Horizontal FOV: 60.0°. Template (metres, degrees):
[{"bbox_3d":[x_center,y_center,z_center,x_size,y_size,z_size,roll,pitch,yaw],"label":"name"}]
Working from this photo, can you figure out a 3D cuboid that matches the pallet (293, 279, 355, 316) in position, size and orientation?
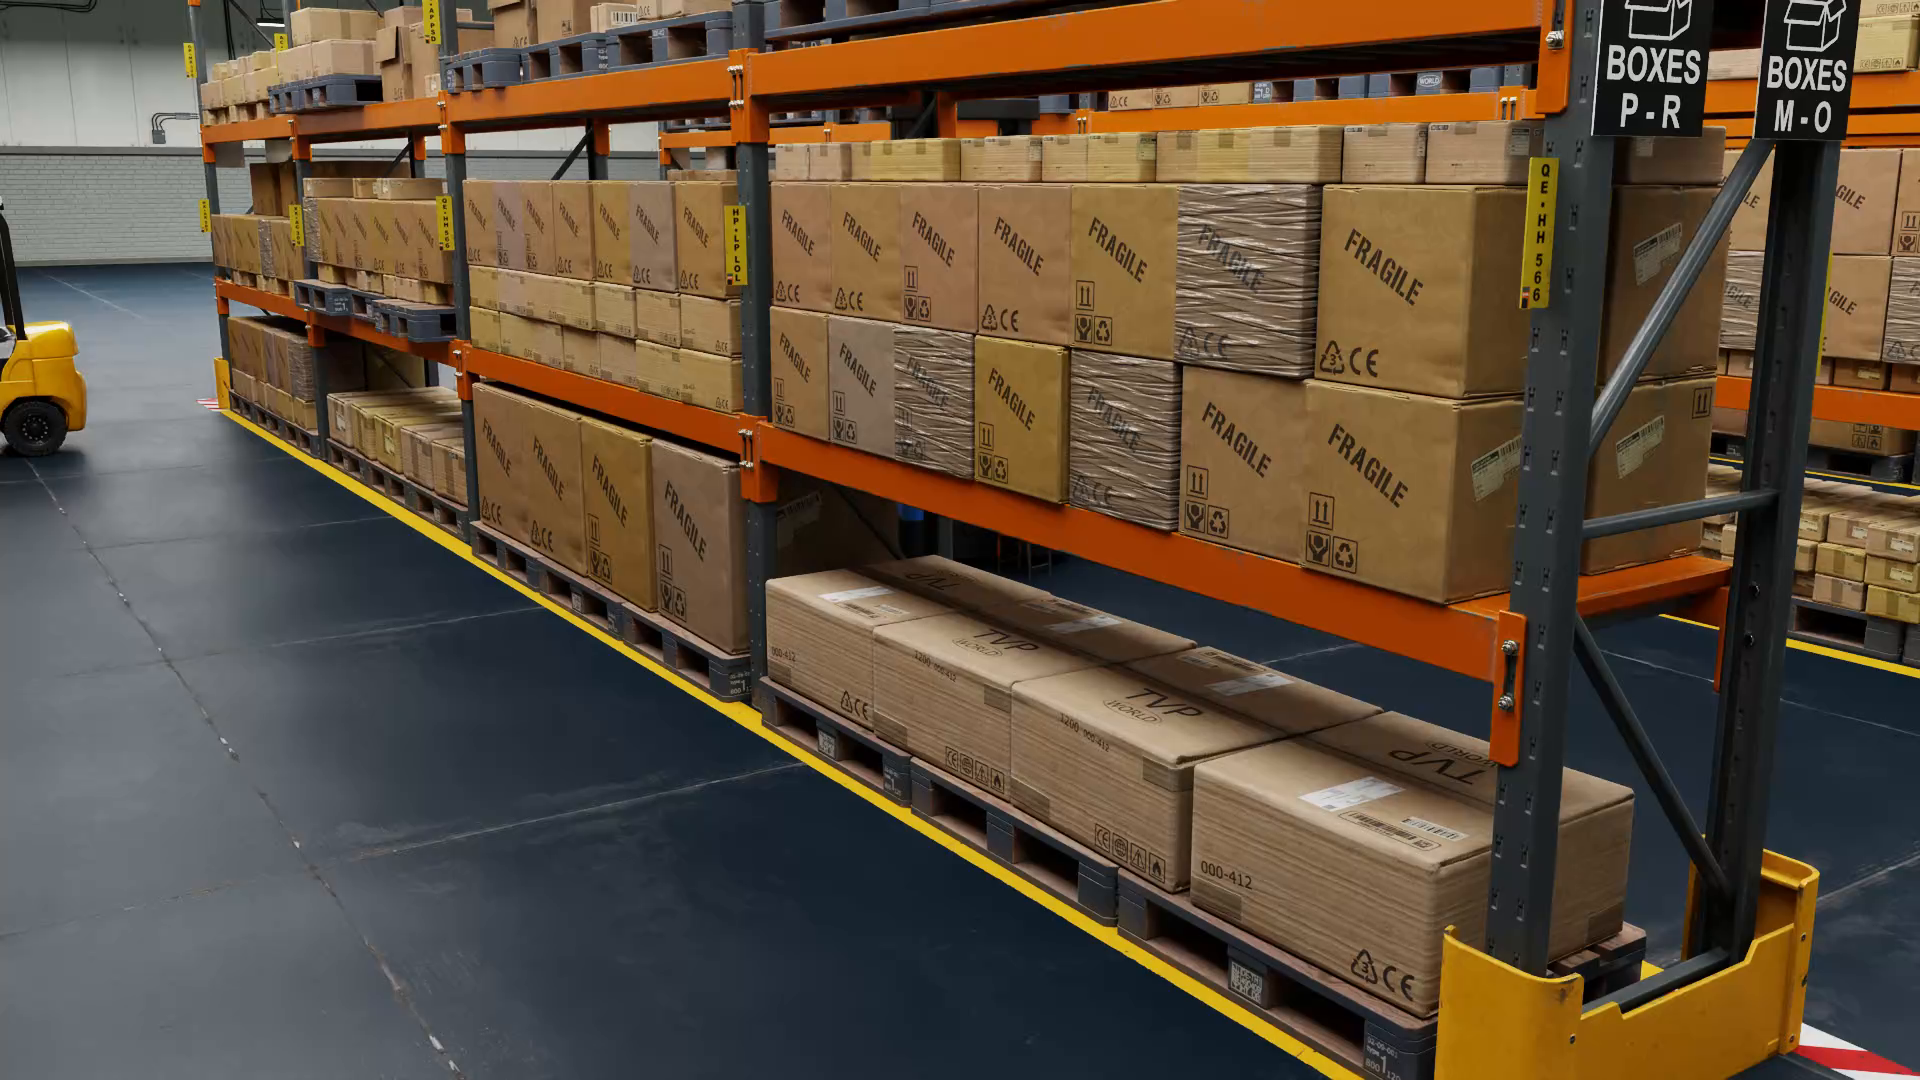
[{"bbox_3d":[-4.612,-1.940,13.163,1.003,0.211,1.213,-8,15,-33],"label":"pallet"}]

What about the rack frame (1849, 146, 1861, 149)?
[{"bbox_3d":[9.675,-3.235,18.634,1.000,3.000,0.127,-8,15,-33],"label":"rack frame"}]

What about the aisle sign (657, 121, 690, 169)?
[{"bbox_3d":[-3.355,-4.750,19.475,0.394,0.787,0.004,-8,15,-33],"label":"aisle sign"}]

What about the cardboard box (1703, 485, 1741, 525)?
[{"bbox_3d":[4.122,-0.192,9.016,0.380,0.149,0.250,-8,15,-32],"label":"cardboard box"}]

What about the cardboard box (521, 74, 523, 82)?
[{"bbox_3d":[-2.732,-2.895,10.644,0.380,0.149,0.250,-8,15,-33],"label":"cardboard box"}]

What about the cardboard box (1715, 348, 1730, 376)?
[{"bbox_3d":[4.094,-0.977,8.894,0.380,0.149,0.250,-8,15,-32],"label":"cardboard box"}]

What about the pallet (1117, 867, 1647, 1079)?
[{"bbox_3d":[1.226,1.176,4.989,1.003,0.211,1.213,-8,15,-33],"label":"pallet"}]

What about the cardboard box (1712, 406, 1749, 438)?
[{"bbox_3d":[6.901,-1.375,14.118,1.225,0.875,0.875,-9,15,-35],"label":"cardboard box"}]

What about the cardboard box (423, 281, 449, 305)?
[{"bbox_3d":[-3.285,-1.628,10.890,0.380,0.149,0.250,-8,15,-32],"label":"cardboard box"}]

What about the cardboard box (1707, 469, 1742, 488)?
[{"bbox_3d":[4.394,-0.299,9.507,0.380,0.149,0.250,-8,14,-31],"label":"cardboard box"}]

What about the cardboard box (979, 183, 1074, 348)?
[{"bbox_3d":[0.406,-0.915,5.452,0.500,0.500,0.500,-8,15,-33],"label":"cardboard box"}]

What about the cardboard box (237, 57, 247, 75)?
[{"bbox_3d":[-6.211,-4.214,14.813,0.380,0.149,0.250,-8,15,-32],"label":"cardboard box"}]

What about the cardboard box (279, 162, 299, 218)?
[{"bbox_3d":[-5.863,-3.242,15.393,0.700,0.500,0.500,-8,15,-33],"label":"cardboard box"}]

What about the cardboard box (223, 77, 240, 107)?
[{"bbox_3d":[-6.496,-4.135,15.385,0.500,0.250,0.500,-8,14,-31],"label":"cardboard box"}]

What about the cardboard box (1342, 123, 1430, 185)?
[{"bbox_3d":[1.208,-0.990,4.273,0.380,0.149,0.250,-8,15,-32],"label":"cardboard box"}]

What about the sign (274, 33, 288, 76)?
[{"bbox_3d":[-5.362,-3.840,13.167,0.100,0.325,0.005,-8,15,-33],"label":"sign"}]

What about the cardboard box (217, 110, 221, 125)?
[{"bbox_3d":[-6.997,-4.108,16.191,0.380,0.149,0.250,-9,15,-35],"label":"cardboard box"}]

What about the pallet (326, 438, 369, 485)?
[{"bbox_3d":[-4.482,-0.687,13.508,1.003,0.211,1.213,-8,15,-33],"label":"pallet"}]

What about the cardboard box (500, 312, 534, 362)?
[{"bbox_3d":[-2.338,-1.197,9.663,0.500,0.250,0.500,-9,15,-34],"label":"cardboard box"}]

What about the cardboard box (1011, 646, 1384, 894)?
[{"bbox_3d":[0.771,0.726,5.535,0.875,0.438,0.875,-8,14,-31],"label":"cardboard box"}]

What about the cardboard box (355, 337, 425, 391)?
[{"bbox_3d":[-5.017,-1.552,14.637,0.500,0.500,0.500,-7,14,-30],"label":"cardboard box"}]

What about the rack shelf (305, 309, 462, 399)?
[{"bbox_3d":[-3.807,-1.480,12.293,1.077,0.370,4.000,-8,15,-33],"label":"rack shelf"}]

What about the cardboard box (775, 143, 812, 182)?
[{"bbox_3d":[-0.523,-1.532,6.752,0.380,0.149,0.250,-8,15,-34],"label":"cardboard box"}]

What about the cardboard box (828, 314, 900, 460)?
[{"bbox_3d":[-0.165,-0.609,6.391,0.500,0.500,0.500,-8,15,-32],"label":"cardboard box"}]

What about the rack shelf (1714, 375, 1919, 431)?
[{"bbox_3d":[4.691,-0.661,8.548,1.077,0.370,4.000,-8,15,-33],"label":"rack shelf"}]

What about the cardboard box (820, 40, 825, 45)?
[{"bbox_3d":[-1.318,-4.805,16.295,0.380,0.149,0.250,-8,15,-33],"label":"cardboard box"}]

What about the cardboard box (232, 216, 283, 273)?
[{"bbox_3d":[-6.526,-2.794,15.685,0.500,0.500,0.500,-8,15,-34],"label":"cardboard box"}]

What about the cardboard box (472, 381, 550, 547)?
[{"bbox_3d":[-2.385,-0.510,10.165,0.875,0.875,0.875,-8,15,-33],"label":"cardboard box"}]

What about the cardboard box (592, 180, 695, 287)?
[{"bbox_3d":[-1.496,-1.535,8.286,0.500,0.500,0.500,-8,14,-31],"label":"cardboard box"}]

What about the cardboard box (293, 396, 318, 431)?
[{"bbox_3d":[-5.466,-1.123,14.427,0.500,0.250,0.500,-7,14,-30],"label":"cardboard box"}]

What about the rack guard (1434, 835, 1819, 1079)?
[{"bbox_3d":[1.747,1.172,4.331,1.175,0.500,0.348,-8,15,-33],"label":"rack guard"}]

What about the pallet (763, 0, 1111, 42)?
[{"bbox_3d":[-0.038,-2.040,6.354,1.003,0.211,1.213,-8,15,-33],"label":"pallet"}]

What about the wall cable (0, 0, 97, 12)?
[{"bbox_3d":[-23.950,-14.885,42.666,3.097,2.526,0.112,-8,15,-33],"label":"wall cable"}]

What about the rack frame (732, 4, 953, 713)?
[{"bbox_3d":[-0.482,-0.765,7.336,1.000,3.000,0.127,-8,15,-33],"label":"rack frame"}]

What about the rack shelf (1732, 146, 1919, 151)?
[{"bbox_3d":[12.692,-5.290,22.695,1.077,0.370,4.000,-8,15,-33],"label":"rack shelf"}]

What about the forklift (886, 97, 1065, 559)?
[{"bbox_3d":[-0.076,-1.576,11.207,1.130,2.935,3.031,-2,12,-9],"label":"forklift"}]

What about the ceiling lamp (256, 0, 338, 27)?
[{"bbox_3d":[-16.000,-13.947,39.913,2.000,3.185,0.800,-8,15,-33],"label":"ceiling lamp"}]

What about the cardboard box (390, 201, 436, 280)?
[{"bbox_3d":[-3.477,-2.014,11.136,0.500,0.500,0.500,-8,15,-34],"label":"cardboard box"}]

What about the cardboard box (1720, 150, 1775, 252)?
[{"bbox_3d":[4.183,-1.758,8.610,0.500,0.500,0.500,-8,15,-32],"label":"cardboard box"}]

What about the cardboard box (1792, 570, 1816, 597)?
[{"bbox_3d":[4.479,0.186,8.682,0.380,0.149,0.250,-8,14,-31],"label":"cardboard box"}]

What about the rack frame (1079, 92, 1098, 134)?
[{"bbox_3d":[1.366,-2.080,13.351,1.000,3.000,0.127,-8,15,-33],"label":"rack frame"}]

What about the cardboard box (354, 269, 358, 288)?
[{"bbox_3d":[-4.277,-1.952,12.373,0.380,0.149,0.250,-8,15,-32],"label":"cardboard box"}]

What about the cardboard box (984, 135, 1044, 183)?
[{"bbox_3d":[0.305,-1.259,5.504,0.380,0.149,0.250,-8,15,-33],"label":"cardboard box"}]

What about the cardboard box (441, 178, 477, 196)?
[{"bbox_3d":[-3.907,-2.681,12.669,0.380,0.149,0.250,-9,15,-35],"label":"cardboard box"}]

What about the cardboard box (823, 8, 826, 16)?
[{"bbox_3d":[-0.468,-2.500,7.582,0.396,0.266,0.258,-8,15,-33],"label":"cardboard box"}]

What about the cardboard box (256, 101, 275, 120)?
[{"bbox_3d":[-5.902,-3.735,14.485,0.380,0.149,0.250,-8,14,-31],"label":"cardboard box"}]

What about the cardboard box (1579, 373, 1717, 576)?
[{"bbox_3d":[1.707,-0.221,4.618,0.500,0.500,0.500,-8,15,-33],"label":"cardboard box"}]

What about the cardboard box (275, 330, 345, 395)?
[{"bbox_3d":[-5.749,-1.579,14.760,0.500,0.500,0.500,-8,15,-32],"label":"cardboard box"}]

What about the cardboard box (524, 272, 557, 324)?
[{"bbox_3d":[-2.072,-1.345,9.173,0.500,0.250,0.500,-8,15,-33],"label":"cardboard box"}]

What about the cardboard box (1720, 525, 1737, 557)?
[{"bbox_3d":[4.264,0.002,8.825,0.380,0.149,0.250,-8,15,-33],"label":"cardboard box"}]

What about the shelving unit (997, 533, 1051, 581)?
[{"bbox_3d":[0.381,-0.308,9.810,0.252,1.050,0.215,11,17,42],"label":"shelving unit"}]

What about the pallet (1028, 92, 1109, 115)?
[{"bbox_3d":[0.965,-3.561,13.546,1.213,0.211,1.003,-7,14,-30],"label":"pallet"}]

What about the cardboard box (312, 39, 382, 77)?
[{"bbox_3d":[-4.346,-3.456,11.992,0.500,0.250,0.500,-8,15,-33],"label":"cardboard box"}]

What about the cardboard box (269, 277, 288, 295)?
[{"bbox_3d":[-5.912,-2.266,14.790,0.380,0.149,0.250,-8,15,-34],"label":"cardboard box"}]
